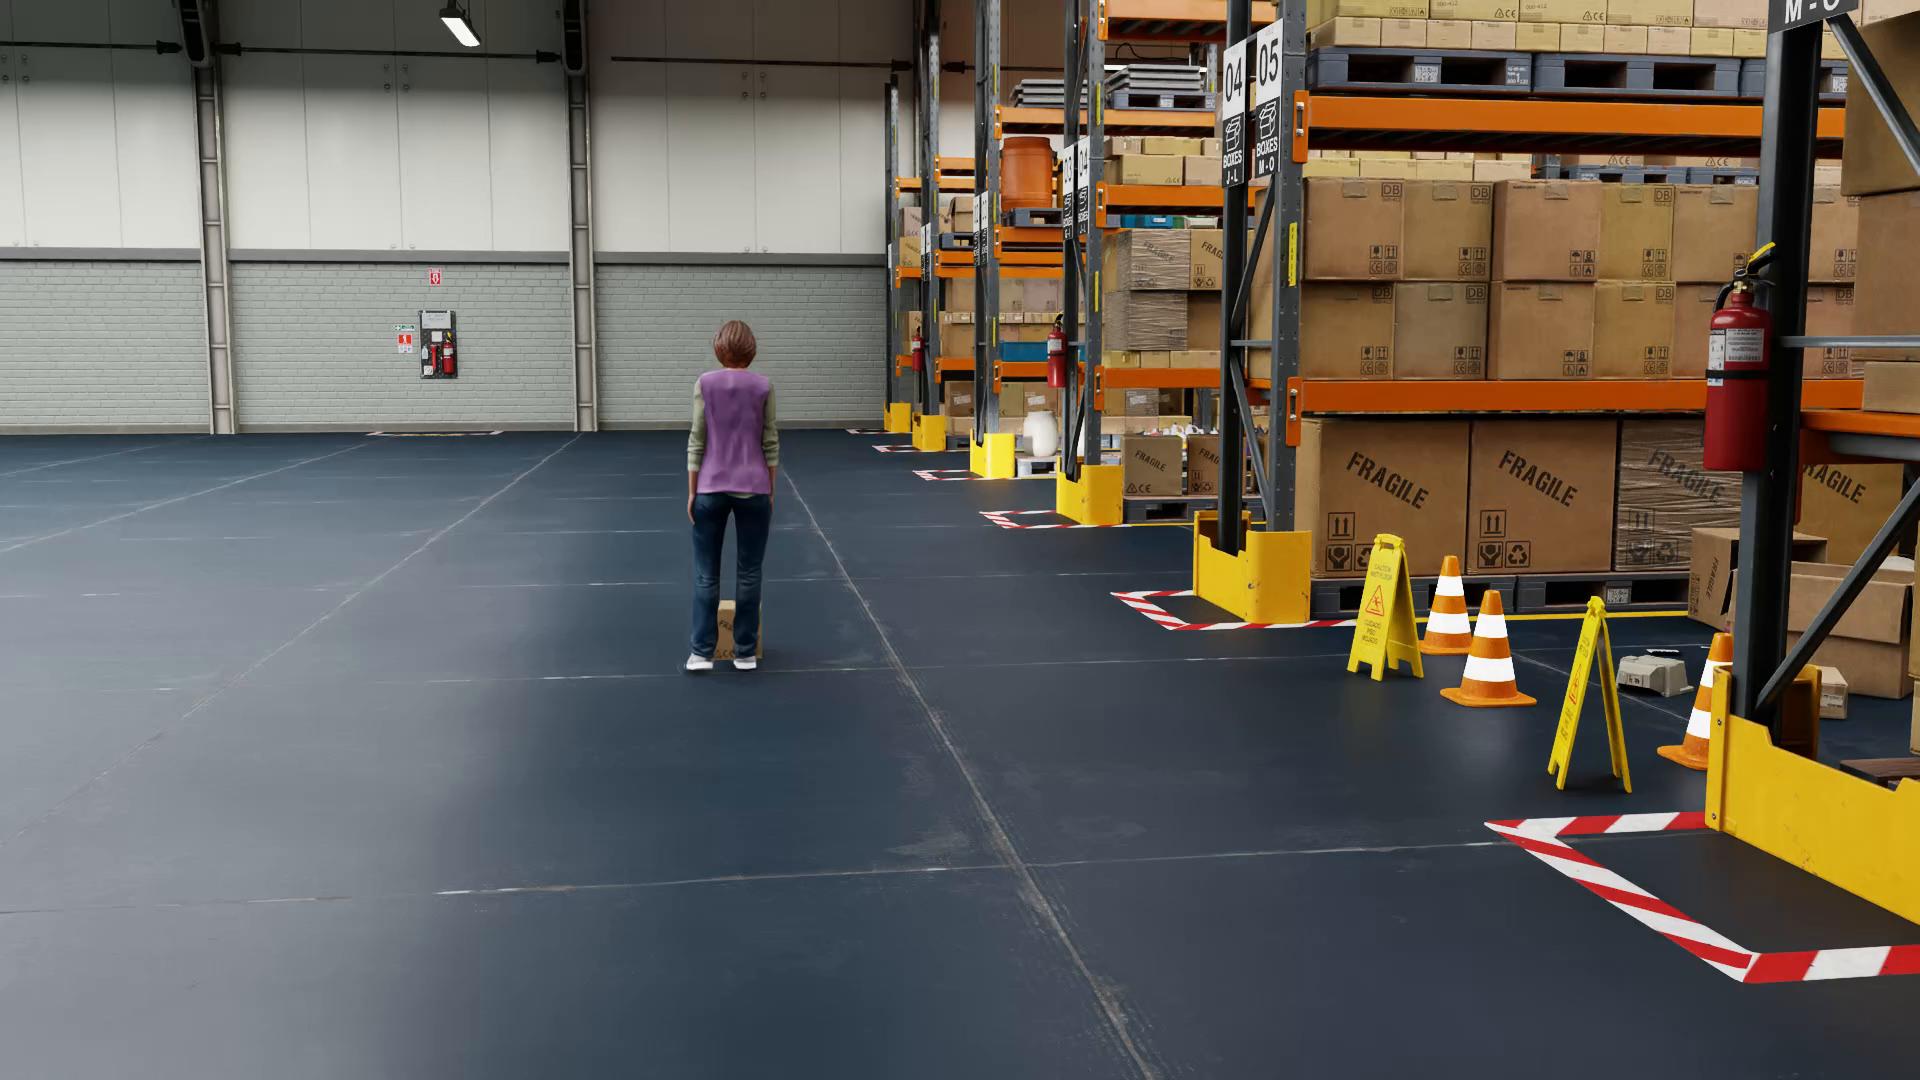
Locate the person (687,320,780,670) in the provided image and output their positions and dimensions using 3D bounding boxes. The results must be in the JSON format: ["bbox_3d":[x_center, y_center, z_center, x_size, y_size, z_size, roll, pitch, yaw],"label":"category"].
[{"bbox_3d":[-1.039,-0.190,7.569,0.440,1.613,0.384,-1,7,-7],"label":"person"}]
